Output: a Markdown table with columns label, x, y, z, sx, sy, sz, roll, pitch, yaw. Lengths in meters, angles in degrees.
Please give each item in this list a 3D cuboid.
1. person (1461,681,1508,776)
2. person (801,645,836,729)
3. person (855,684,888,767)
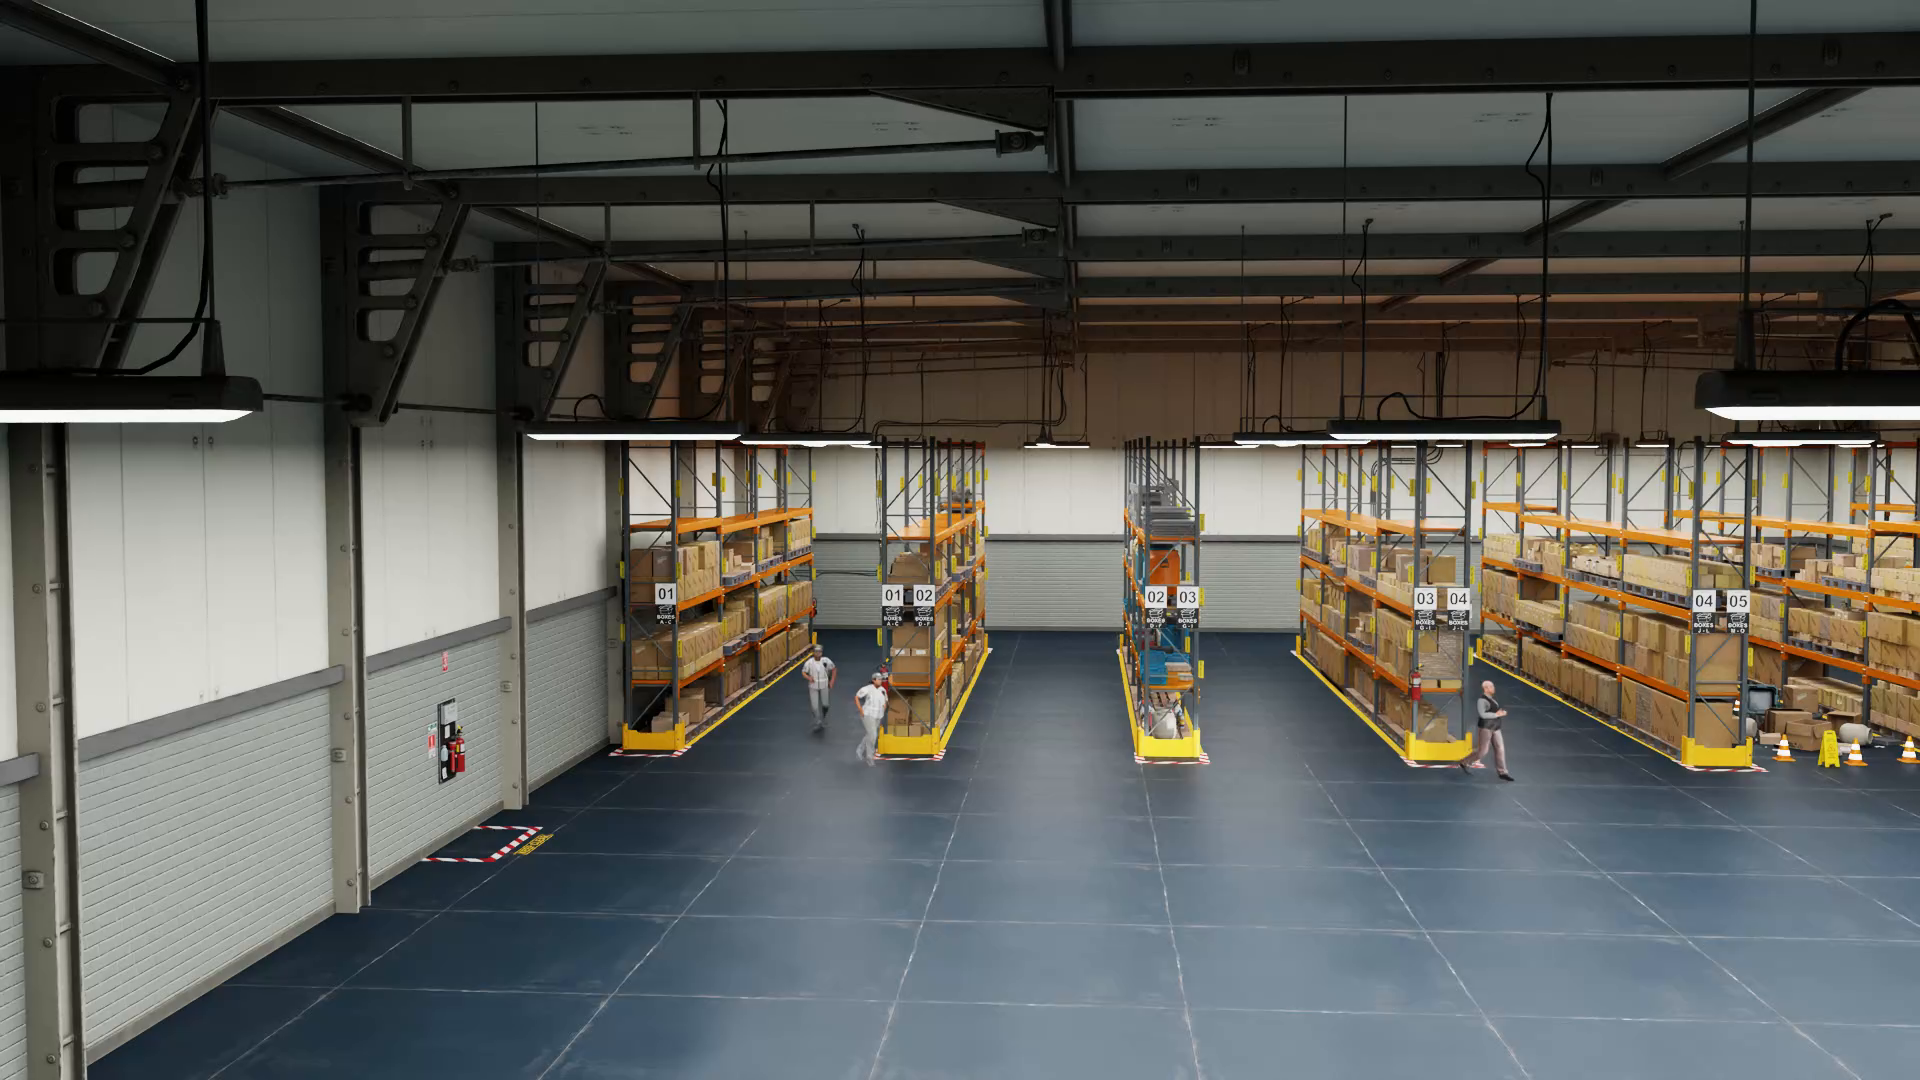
| label | x | y | z | sx | sy | sz | roll | pitch | yaw |
| --- | --- | --- | --- | --- | --- | --- | --- | --- | --- |
| person | 9.133 | 3.262 | 28.881 | 0.814 | 1.641 | 0.658 | 3 | 4 | 45 |
| person | -2.895 | 3.018 | 34.131 | 0.715 | 1.754 | 0.578 | 0 | 3 | -5 |
| person | -1.606 | 3.388 | 30.503 | 0.713 | 1.489 | 0.606 | 3 | 4 | 45 |
